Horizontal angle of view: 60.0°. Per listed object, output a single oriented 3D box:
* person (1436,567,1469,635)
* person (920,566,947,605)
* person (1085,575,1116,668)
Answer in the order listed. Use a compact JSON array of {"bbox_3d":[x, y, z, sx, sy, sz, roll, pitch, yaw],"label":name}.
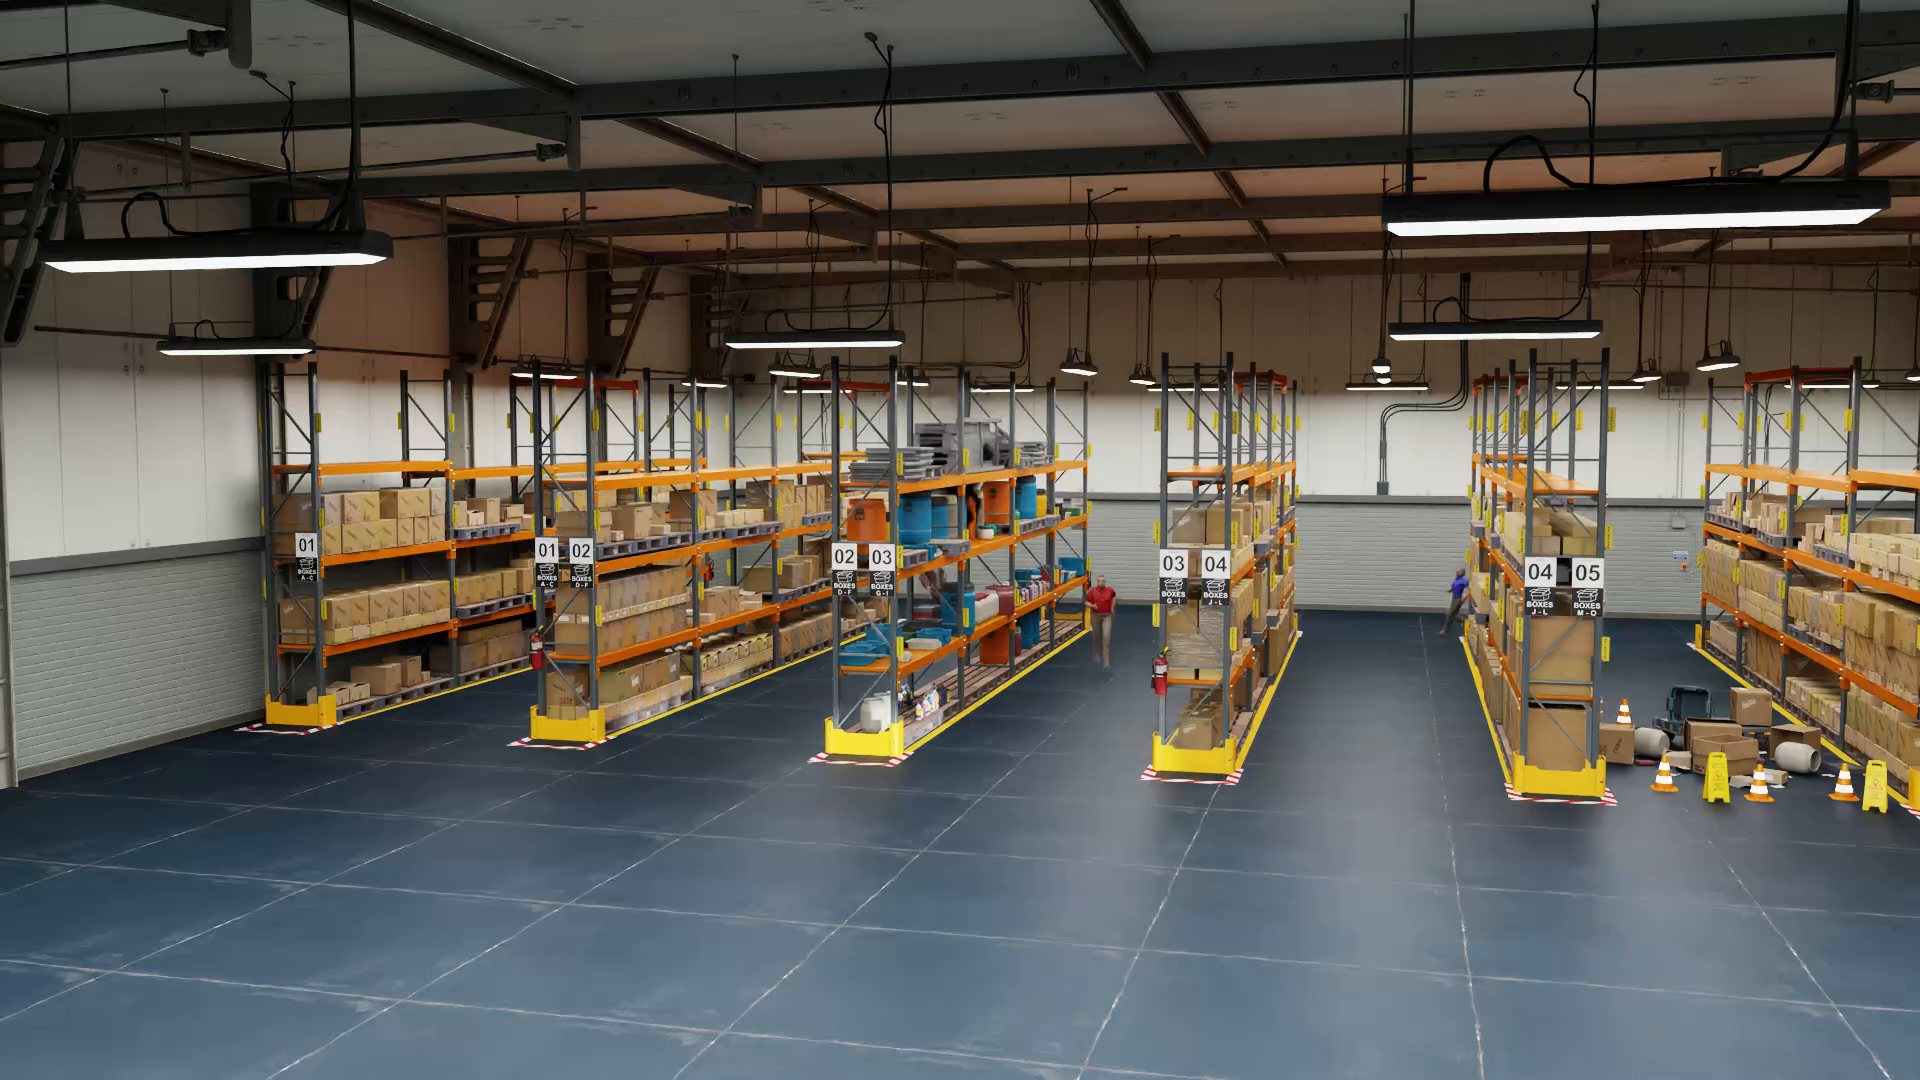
[{"bbox_3d":[11.663,1.437,39.054,0.875,1.603,0.638,0,4,-1],"label":"person"},{"bbox_3d":[-0.595,1.218,41.829,0.760,1.717,0.534,-3,5,-32],"label":"person"},{"bbox_3d":[2.766,1.577,32.702,0.608,1.778,0.874,0,4,6],"label":"person"}]
